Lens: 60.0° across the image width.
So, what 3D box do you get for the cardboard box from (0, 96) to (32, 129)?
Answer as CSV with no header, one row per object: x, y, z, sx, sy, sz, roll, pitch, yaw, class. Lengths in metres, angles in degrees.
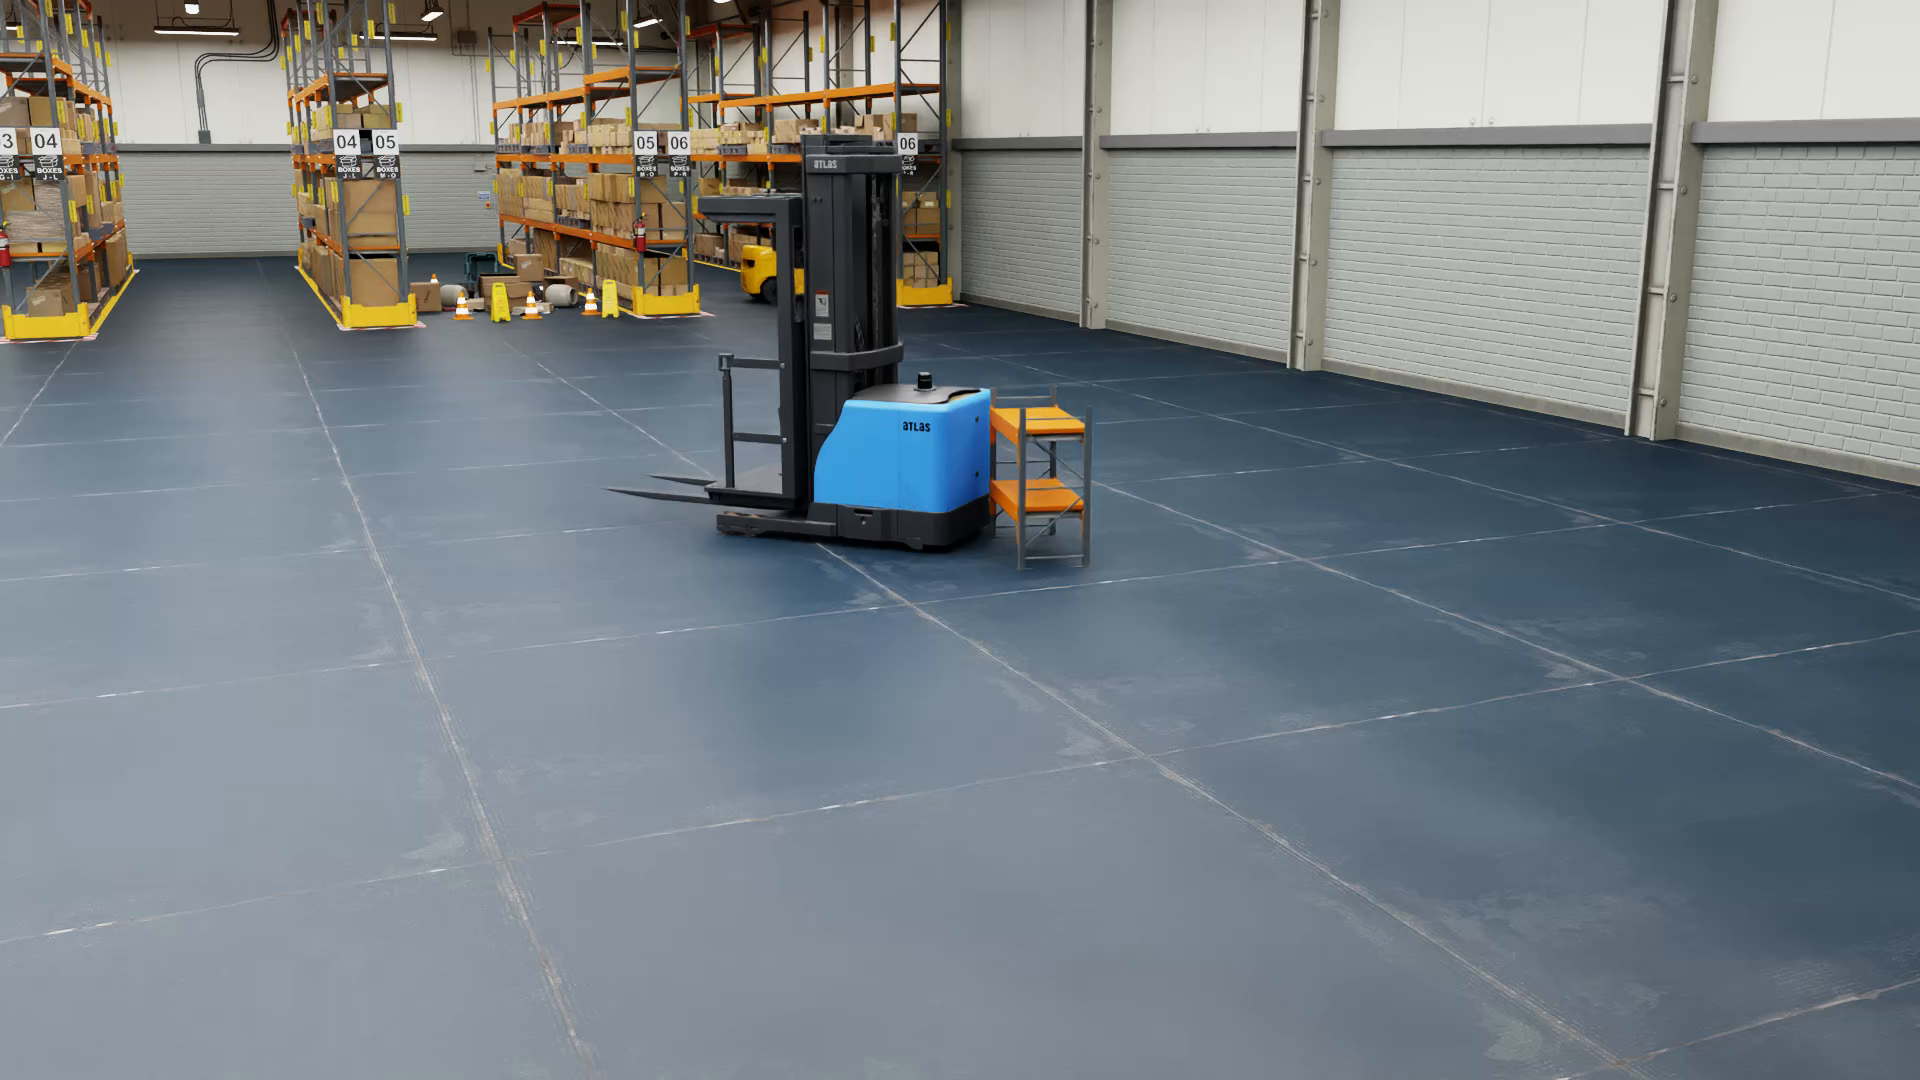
-15.217,-6.859,26.710,0.500,0.500,0.500,-6,14,-23,cardboard box

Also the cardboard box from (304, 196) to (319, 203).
-13.600,-7.175,35.024,0.380,0.149,0.250,-6,14,-25,cardboard box

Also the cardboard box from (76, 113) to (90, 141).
-16.749,-7.785,31.370,0.500,0.500,0.500,-5,14,-22,cardboard box

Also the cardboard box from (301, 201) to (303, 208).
-14.221,-7.350,36.443,0.380,0.149,0.250,-6,14,-24,cardboard box

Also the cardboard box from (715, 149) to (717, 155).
-6.054,-9.924,42.500,0.380,0.149,0.250,-6,14,-23,cardboard box

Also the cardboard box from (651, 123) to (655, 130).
-5.355,-7.428,29.948,0.380,0.149,0.250,-6,14,-23,cardboard box

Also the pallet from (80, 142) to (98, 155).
-16.116,-6.996,29.711,1.213,0.211,1.003,-6,14,-23,pallet

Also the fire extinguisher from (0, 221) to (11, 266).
-14.741,-4.560,25.591,0.296,0.674,0.183,-6,14,-23,fire extinguisher

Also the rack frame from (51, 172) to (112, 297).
-17.569,-6.316,33.006,1.000,3.000,0.127,-6,14,-23,rack frame

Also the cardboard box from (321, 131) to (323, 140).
-11.138,-7.193,29.547,0.380,0.149,0.250,-6,14,-24,cardboard box

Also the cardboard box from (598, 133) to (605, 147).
-6.557,-7.592,31.539,0.500,0.250,0.500,-5,14,-22,cardboard box

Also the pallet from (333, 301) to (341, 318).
-10.656,-4.141,29.795,1.003,0.211,1.213,-6,14,-23,pallet

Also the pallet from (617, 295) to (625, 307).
-6.092,-4.638,31.941,1.003,0.211,1.213,-6,14,-23,pallet

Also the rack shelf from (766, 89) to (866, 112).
-3.141,-9.624,36.478,1.077,0.370,4.000,-6,14,-23,rack shelf

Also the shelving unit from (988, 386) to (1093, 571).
0.559,-0.464,11.878,0.538,1.125,1.048,-2,13,-10,shelving unit

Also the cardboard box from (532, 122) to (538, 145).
-9.460,-9.263,37.936,0.500,0.500,0.500,-5,14,-22,cardboard box

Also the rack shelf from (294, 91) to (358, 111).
-13.785,-9.533,36.086,1.077,0.370,4.000,-6,14,-23,rack shelf

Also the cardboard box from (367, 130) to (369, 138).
-9.927,-6.939,28.450,0.380,0.149,0.250,-6,14,-23,cardboard box

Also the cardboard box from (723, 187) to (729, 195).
-5.556,-8.619,41.807,0.700,0.500,0.500,-5,14,-22,cardboard box

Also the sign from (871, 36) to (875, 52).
-1.822,-10.334,34.638,0.100,0.325,0.005,-6,14,-23,sign

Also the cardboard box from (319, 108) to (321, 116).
-11.137,-7.581,29.455,0.380,0.149,0.250,-5,14,-22,cardboard box

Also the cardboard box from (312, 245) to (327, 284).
-12.822,-5.717,34.479,1.050,0.750,0.750,-6,14,-24,cardboard box

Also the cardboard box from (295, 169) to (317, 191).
-15.856,-8.746,40.410,0.500,0.500,0.500,-6,14,-24,cardboard box

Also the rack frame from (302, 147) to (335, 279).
-14.586,-7.569,38.422,1.000,3.000,0.127,-6,14,-23,rack frame

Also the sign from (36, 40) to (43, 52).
-19.690,-10.552,35.582,0.100,0.325,0.005,-6,14,-23,sign

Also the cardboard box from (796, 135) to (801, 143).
-3.368,-8.785,36.426,0.380,0.149,0.250,-6,14,-24,cardboard box

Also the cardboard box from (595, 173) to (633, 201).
-6.548,-6.741,31.744,0.700,0.500,0.500,-6,14,-24,cardboard box

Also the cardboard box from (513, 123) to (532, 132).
-10.661,-10.078,41.227,0.797,0.503,0.637,-4,14,-19,cardboard box

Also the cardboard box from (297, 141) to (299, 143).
-15.004,-9.273,38.357,0.500,0.250,0.500,-6,14,-26,cardboard box

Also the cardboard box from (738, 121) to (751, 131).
-5.359,-10.368,41.689,0.396,0.266,0.258,-6,14,-24,cardboard box

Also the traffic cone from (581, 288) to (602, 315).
-6.638,-4.294,29.898,0.336,0.463,0.334,-6,14,-23,traffic cone

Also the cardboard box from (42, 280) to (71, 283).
-15.286,-4.151,28.265,0.500,0.500,0.500,-7,15,-28,cardboard box

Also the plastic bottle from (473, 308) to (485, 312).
-8.808,-4.205,30.405,0.133,0.061,0.283,-12,18,-42,plastic bottle

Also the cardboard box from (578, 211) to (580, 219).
-7.676,-6.706,34.319,0.380,0.149,0.250,-5,14,-22,cardboard box

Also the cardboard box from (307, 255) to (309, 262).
-15.123,-6.621,39.056,0.380,0.149,0.250,-6,14,-26,cardboard box

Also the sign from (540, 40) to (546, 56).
-8.996,-10.615,35.854,0.100,0.325,0.005,-6,14,-23,sign

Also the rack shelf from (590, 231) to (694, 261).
-6.085,-5.621,31.598,1.077,0.370,4.000,-6,14,-23,rack shelf

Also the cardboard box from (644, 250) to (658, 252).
-6.198,-5.412,32.604,0.500,0.500,0.500,-5,14,-22,cardboard box

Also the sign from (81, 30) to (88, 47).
-17.076,-9.783,32.435,0.100,0.325,0.005,-6,14,-23,sign

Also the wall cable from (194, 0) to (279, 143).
-19.881,-13.938,45.501,2.277,5.999,0.120,-6,14,-23,wall cable

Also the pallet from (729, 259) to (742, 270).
-5.184,-6.963,41.987,1.003,0.211,1.213,-6,14,-23,pallet

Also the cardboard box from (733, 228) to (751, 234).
-5.497,-7.787,41.875,0.380,0.149,0.250,-6,14,-26,cardboard box

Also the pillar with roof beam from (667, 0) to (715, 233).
-11.346,-12.485,46.357,9.100,9.000,0.548,-6,14,-23,pillar with roof beam

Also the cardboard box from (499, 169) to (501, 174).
-11.805,-9.617,43.392,0.380,0.149,0.250,-5,14,-22,cardboard box

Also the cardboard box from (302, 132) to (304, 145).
-14.426,-8.991,37.179,0.500,0.311,0.500,-6,14,-24,cardboard box

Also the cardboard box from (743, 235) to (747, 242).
-5.161,-7.478,41.203,0.380,0.149,0.250,-6,14,-23,cardboard box

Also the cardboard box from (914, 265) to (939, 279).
-0.736,-5.232,32.379,0.500,0.250,0.500,-5,14,-22,cardboard box

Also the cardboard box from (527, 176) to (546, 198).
-9.949,-8.354,39.372,0.500,0.500,0.500,-6,14,-23,cardboard box

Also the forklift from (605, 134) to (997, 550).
-1.285,-1.552,12.573,3.031,2.935,1.130,5,14,22,forklift

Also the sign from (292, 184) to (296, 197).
-16.686,-8.768,41.683,0.100,0.325,0.005,-6,14,-23,sign

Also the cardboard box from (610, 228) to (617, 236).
-6.424,-5.853,31.565,0.380,0.149,0.250,-6,14,-23,cardboard box

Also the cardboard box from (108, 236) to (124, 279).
-18.538,-5.997,35.408,1.225,0.875,0.875,-6,14,-25,cardboard box

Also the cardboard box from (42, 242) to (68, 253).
-14.260,-4.621,26.240,0.380,0.149,0.250,-6,14,-23,cardboard box

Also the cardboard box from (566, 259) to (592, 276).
-7.969,-5.866,35.958,0.950,0.372,0.625,-6,14,-24,cardboard box
